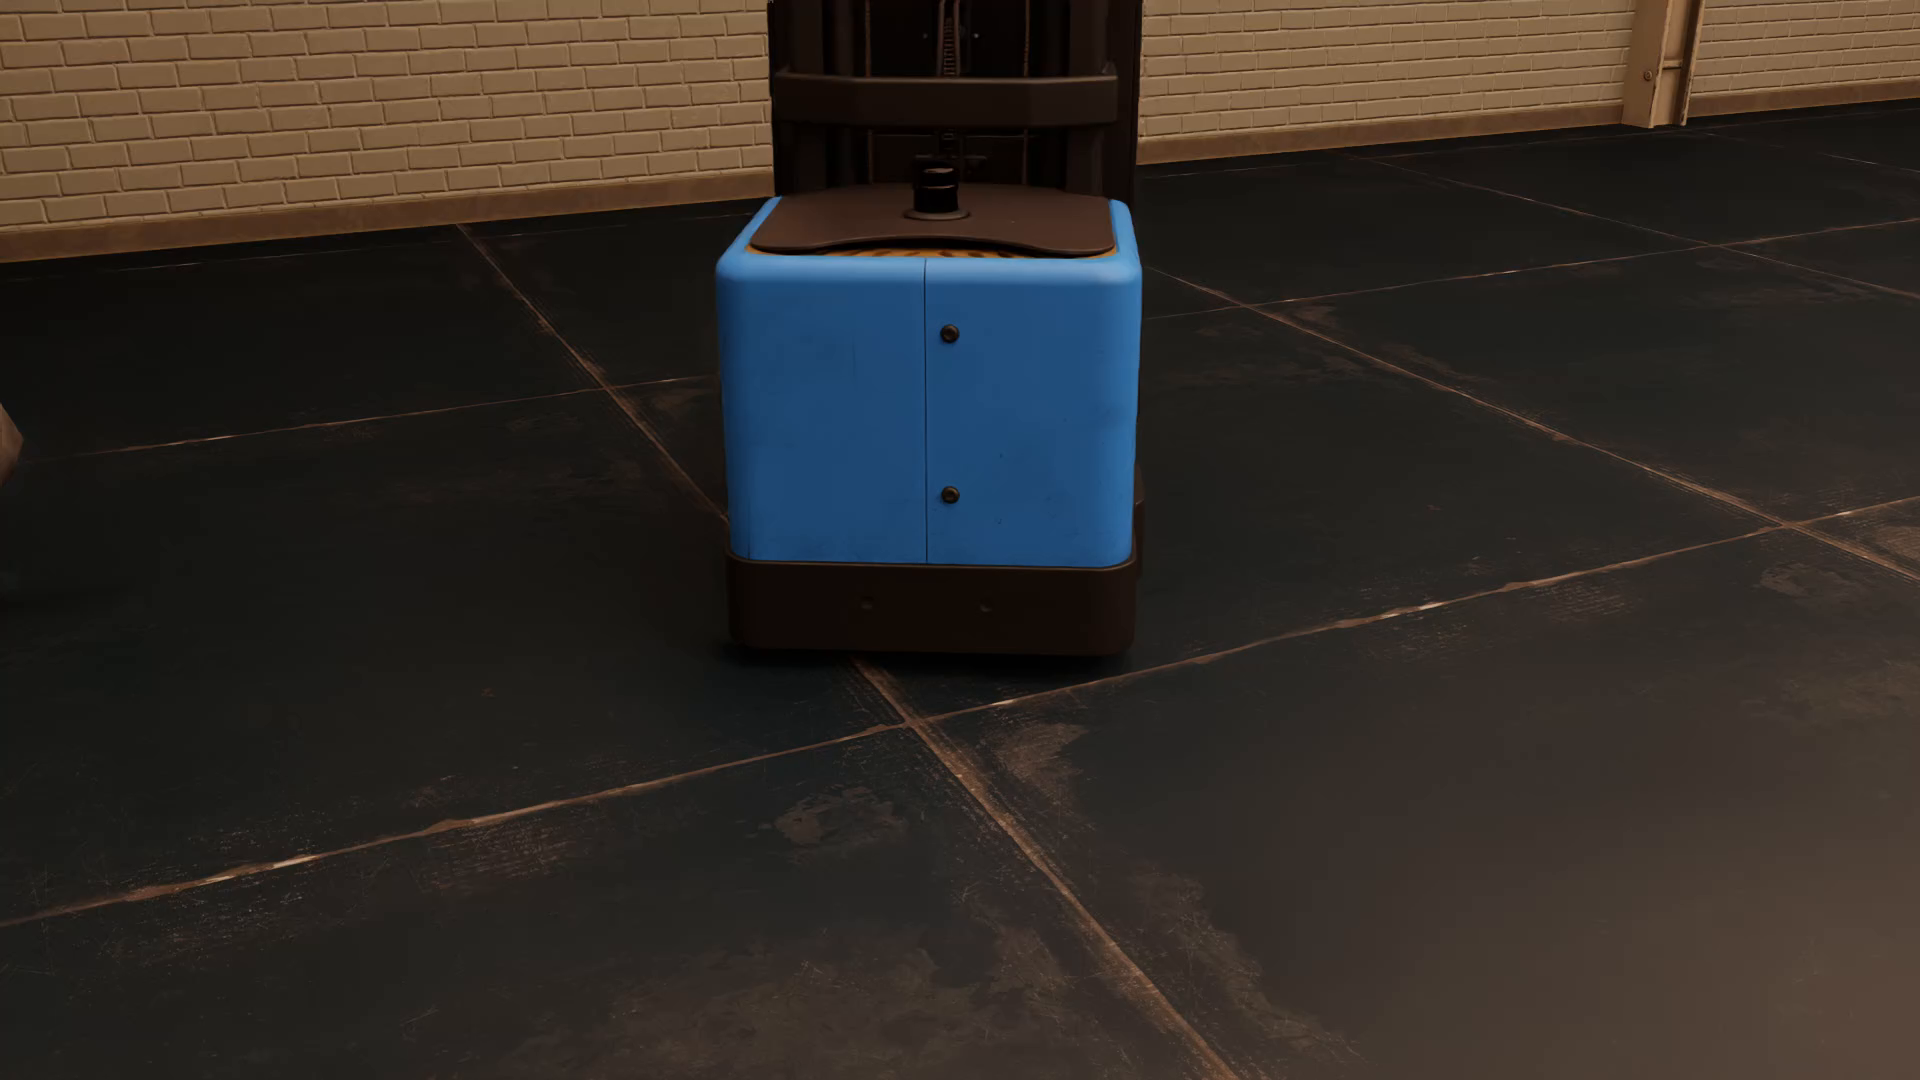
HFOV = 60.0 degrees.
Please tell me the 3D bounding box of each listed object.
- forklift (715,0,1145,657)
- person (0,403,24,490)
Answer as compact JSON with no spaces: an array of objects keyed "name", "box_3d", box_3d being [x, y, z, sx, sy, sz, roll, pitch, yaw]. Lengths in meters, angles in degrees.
[{"name":"forklift","box_3d":[-0.002,-1.580,5.090,1.130,2.935,3.031,1,23,3]},{"name":"person","box_3d":[-2.957,-0.539,4.420,0.581,1.556,0.850,-20,30,-40]}]
